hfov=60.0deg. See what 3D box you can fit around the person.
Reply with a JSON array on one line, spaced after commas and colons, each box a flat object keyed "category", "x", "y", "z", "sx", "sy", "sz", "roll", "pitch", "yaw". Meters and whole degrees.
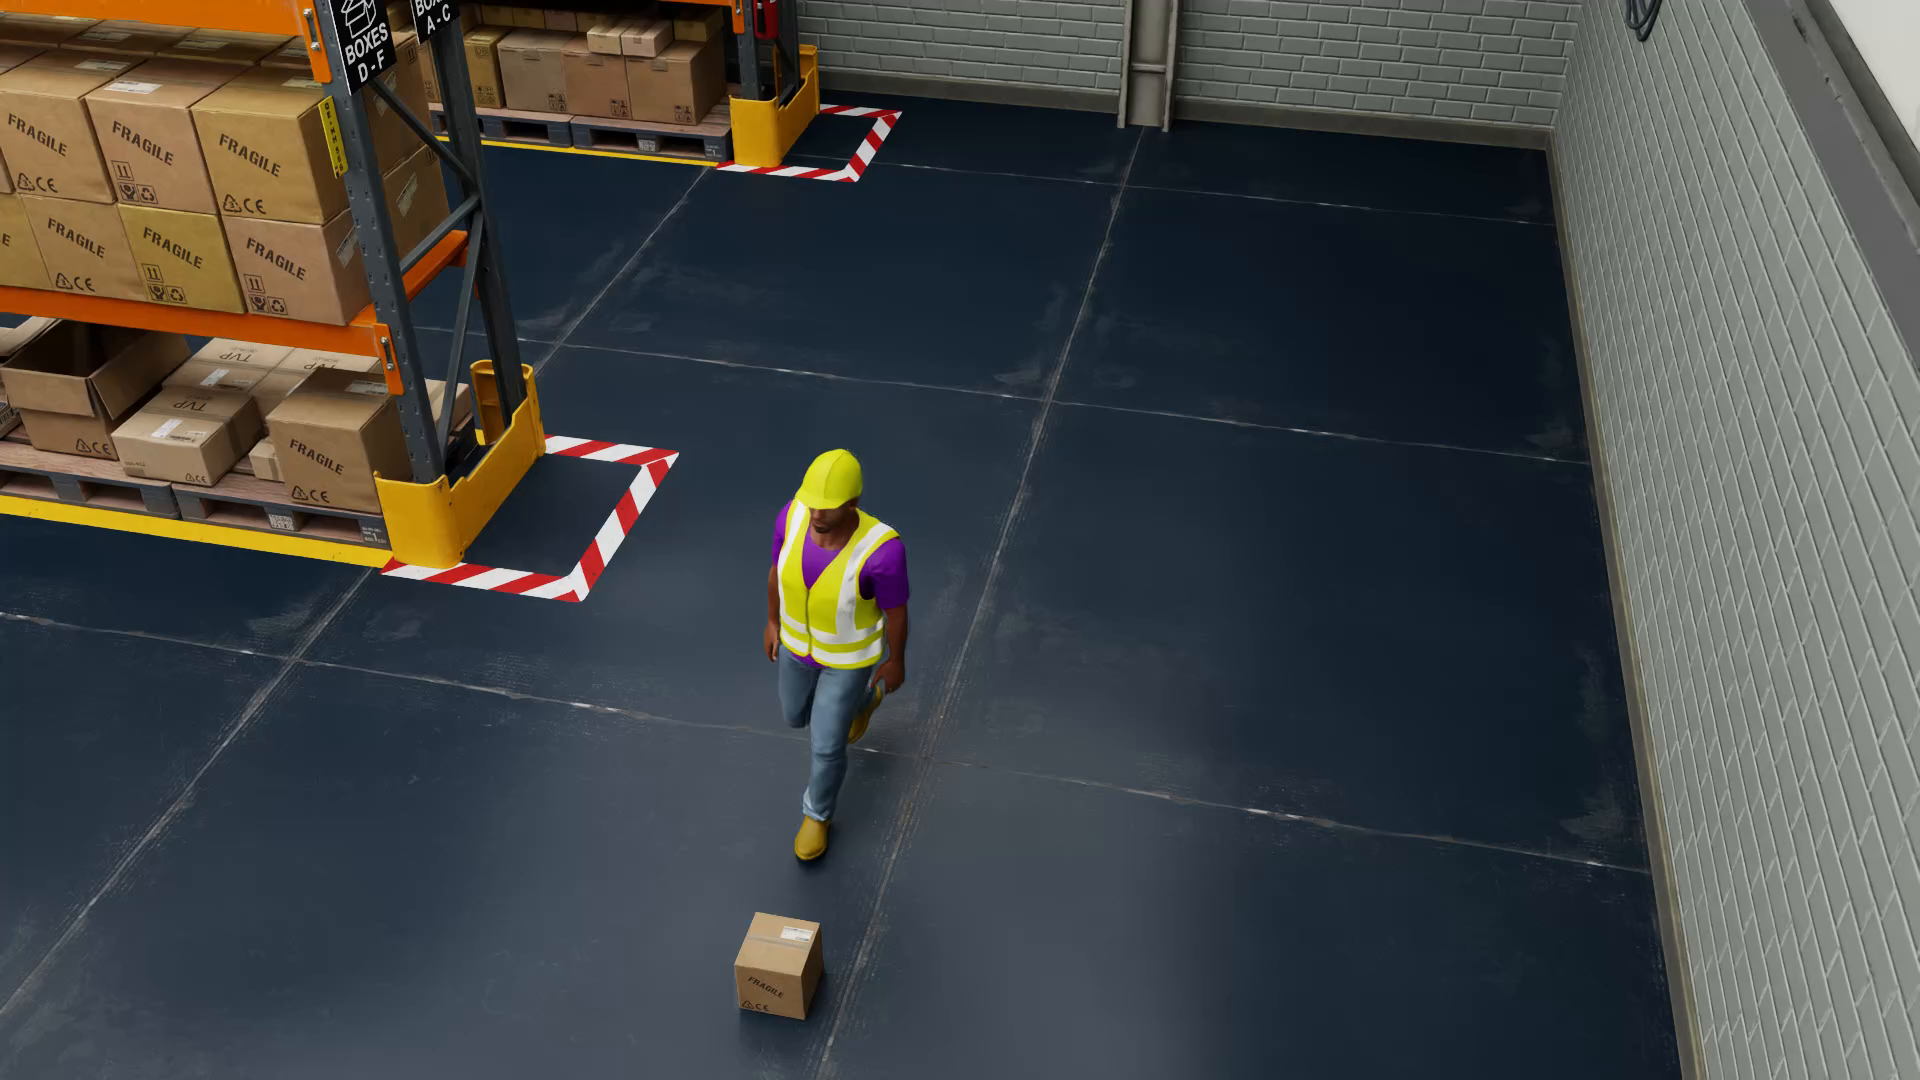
[{"category": "person", "x": -0.481, "y": 0.378, "z": 6.425, "sx": 0.608, "sy": 1.744, "sz": 0.796, "roll": 22, "pitch": 42, "yaw": 27}]
